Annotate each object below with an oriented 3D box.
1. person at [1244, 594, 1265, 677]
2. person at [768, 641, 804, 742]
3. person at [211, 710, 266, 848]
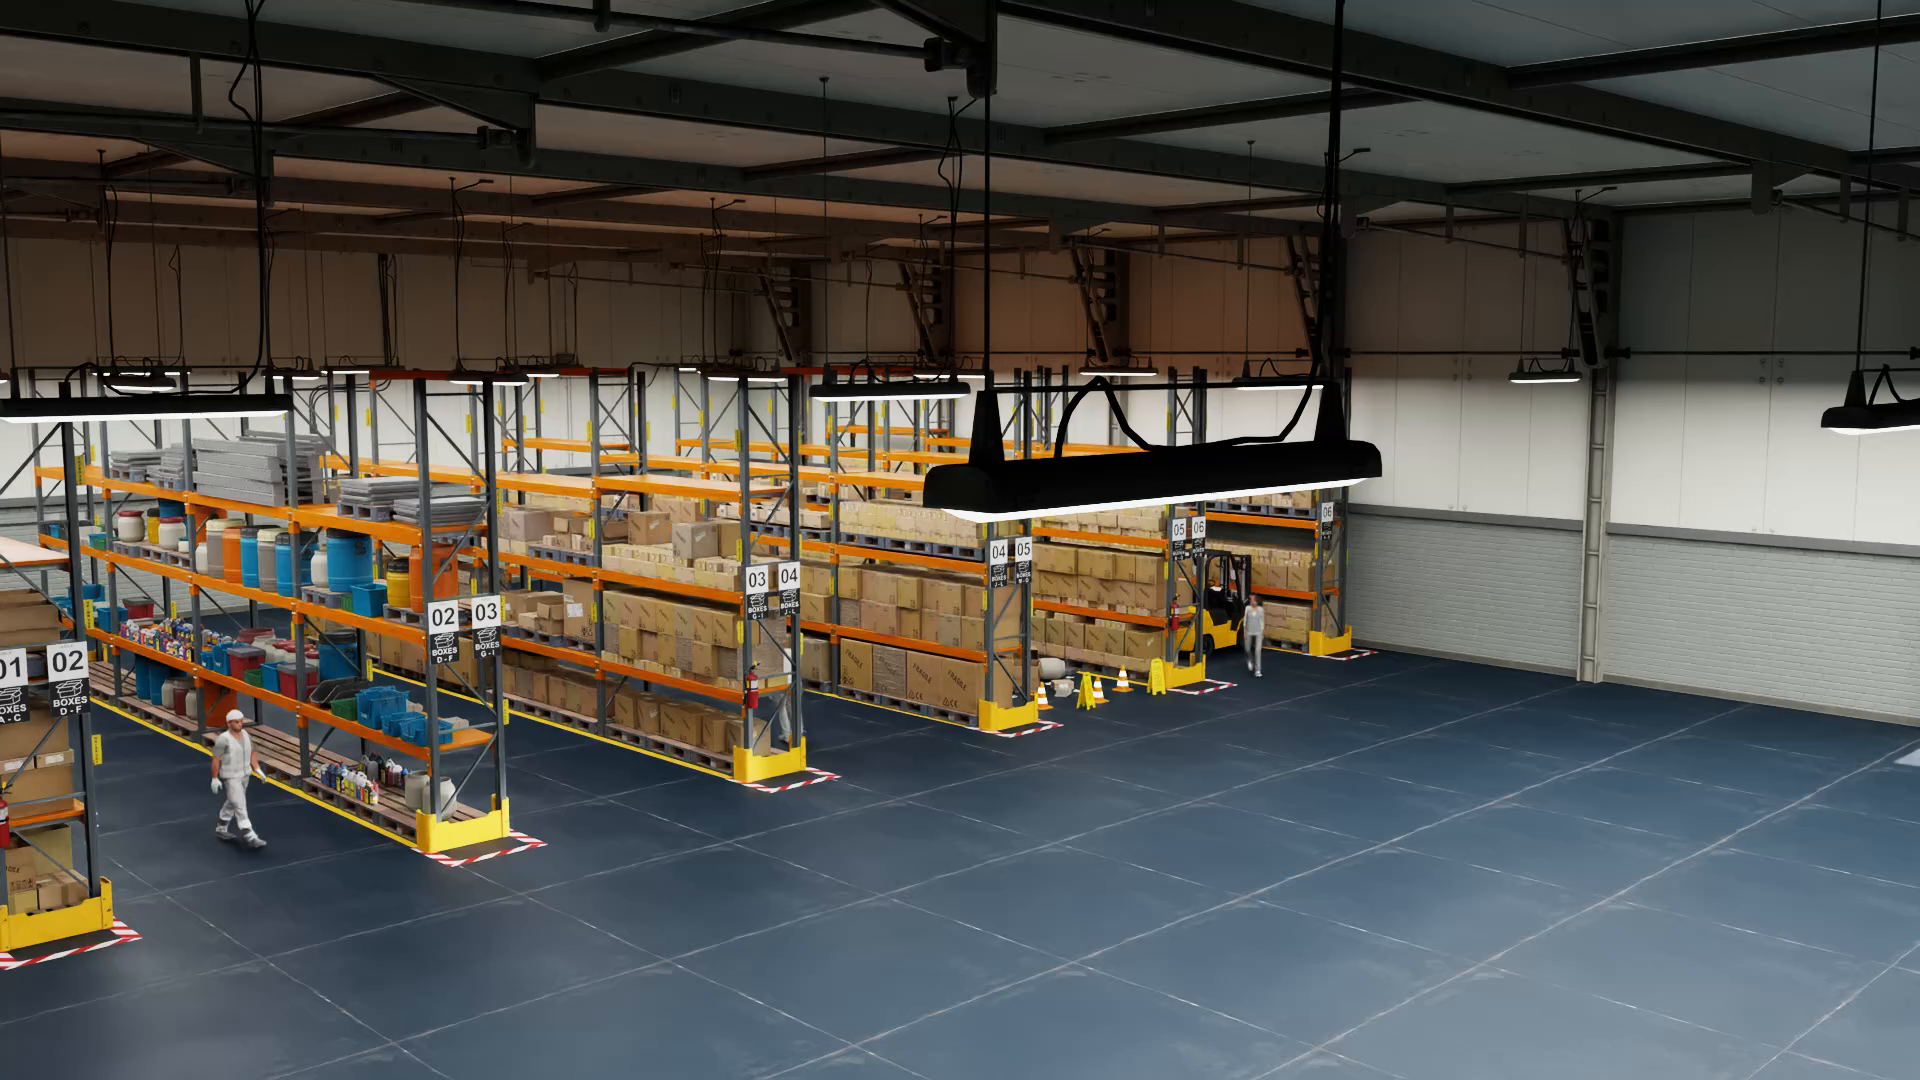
[{"bbox_3d":[5.789,1.847,32.679,0.402,1.596,0.633,2,7,16],"label":"person"},{"bbox_3d":[-2.868,2.389,27.097,0.595,1.773,0.541,-4,8,-35],"label":"person"},{"bbox_3d":[-9.213,3.033,21.332,1.041,1.731,0.559,2,7,18],"label":"person"}]
